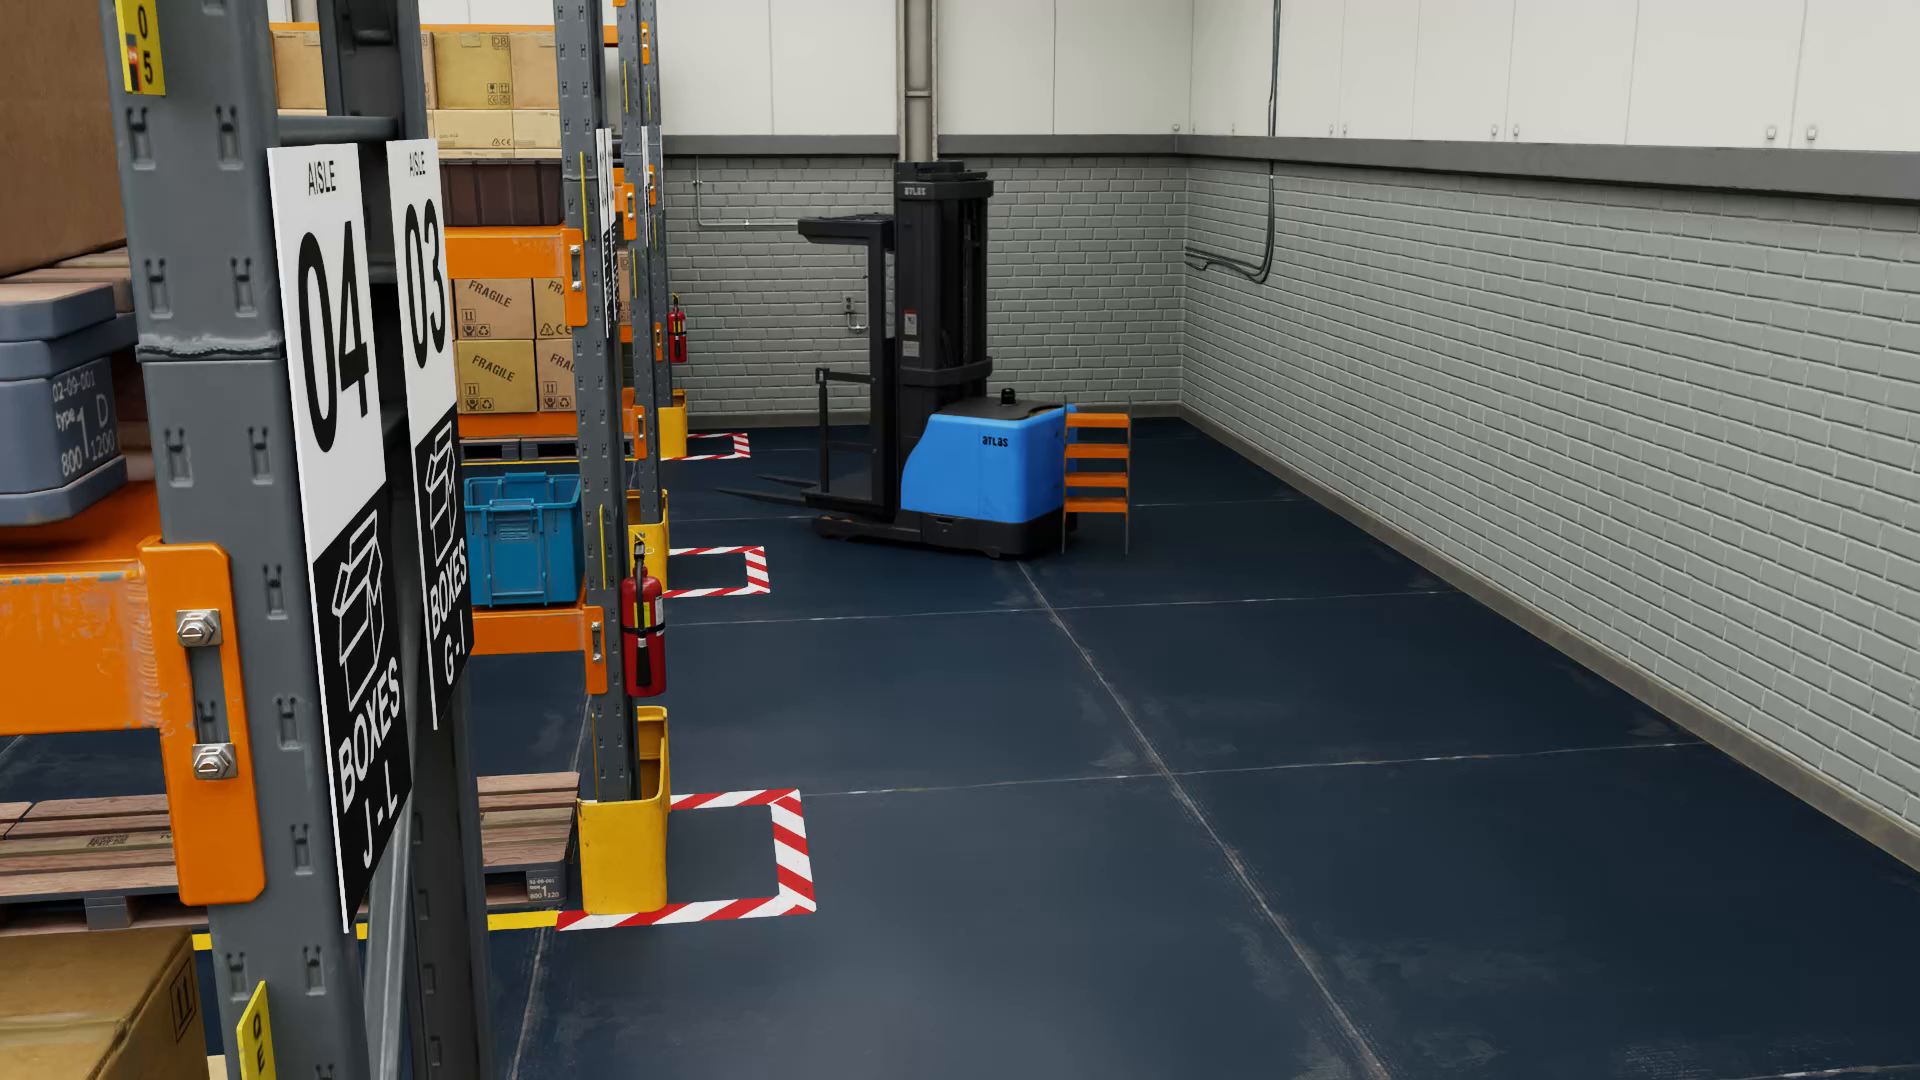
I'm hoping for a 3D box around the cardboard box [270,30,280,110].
[{"bbox_3d":[-4.721,-3.090,10.948,0.500,0.500,0.700,-2,14,-8],"label":"cardboard box"}]

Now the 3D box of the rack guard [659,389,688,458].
[{"bbox_3d":[-2.968,-1.196,16.961,0.348,0.500,1.175,-2,14,-8],"label":"rack guard"}]

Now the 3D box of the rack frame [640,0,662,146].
[{"bbox_3d":[-2.992,-5.317,15.924,0.127,3.000,1.000,-2,14,-8],"label":"rack frame"}]

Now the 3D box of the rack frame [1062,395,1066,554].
[{"bbox_3d":[0.799,-0.502,12.756,0.015,1.200,0.240,1,14,3],"label":"rack frame"}]

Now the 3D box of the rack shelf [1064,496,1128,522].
[{"bbox_3d":[1.043,-0.241,12.808,0.480,0.148,0.258,1,14,3],"label":"rack shelf"}]

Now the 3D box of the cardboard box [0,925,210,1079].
[{"bbox_3d":[-1.220,0.813,1.969,0.500,0.500,0.500,-2,14,-8],"label":"cardboard box"}]

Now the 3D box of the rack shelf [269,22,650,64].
[{"bbox_3d":[-4.969,-4.702,15.771,4.000,0.370,1.077,-2,14,-8],"label":"rack shelf"}]

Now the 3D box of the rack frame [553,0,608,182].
[{"bbox_3d":[-1.516,-2.934,6.422,0.127,3.000,1.000,-2,14,-8],"label":"rack frame"}]

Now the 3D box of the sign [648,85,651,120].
[{"bbox_3d":[-2.925,-4.122,15.668,0.005,0.325,0.100,-2,14,-8],"label":"sign"}]

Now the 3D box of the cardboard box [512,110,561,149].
[{"bbox_3d":[-2.720,-2.760,11.177,0.500,0.250,0.500,-2,14,-8],"label":"cardboard box"}]

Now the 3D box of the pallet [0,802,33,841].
[{"bbox_3d":[-4.750,1.437,7.056,1.213,0.211,1.003,-2,14,-8],"label":"pallet"}]

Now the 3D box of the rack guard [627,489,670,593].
[{"bbox_3d":[-2.325,-0.001,12.196,0.348,0.500,1.175,-2,14,-8],"label":"rack guard"}]

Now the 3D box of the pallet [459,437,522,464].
[{"bbox_3d":[-4.974,-0.963,16.629,1.213,0.211,1.003,-2,14,-8],"label":"pallet"}]

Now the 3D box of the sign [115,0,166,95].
[{"bbox_3d":[-0.711,-0.548,1.416,0.005,0.325,0.100,-2,14,-8],"label":"sign"}]

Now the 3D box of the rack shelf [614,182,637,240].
[{"bbox_3d":[-4.228,-2.249,11.337,4.000,0.370,1.077,-2,14,-8],"label":"rack shelf"}]

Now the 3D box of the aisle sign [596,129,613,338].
[{"bbox_3d":[-1.401,-1.217,6.565,0.004,0.787,0.394,-2,14,-8],"label":"aisle sign"}]

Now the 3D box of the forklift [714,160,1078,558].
[{"bbox_3d":[-0.599,-1.524,13.274,3.031,2.935,1.130,8,16,29],"label":"forklift"}]

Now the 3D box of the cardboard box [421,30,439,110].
[{"bbox_3d":[-3.741,-3.140,11.148,0.500,0.500,0.700,-2,14,-8],"label":"cardboard box"}]

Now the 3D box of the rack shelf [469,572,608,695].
[{"bbox_3d":[-3.493,0.397,6.950,4.000,0.370,1.077,-2,14,-8],"label":"rack shelf"}]

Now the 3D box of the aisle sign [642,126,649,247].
[{"bbox_3d":[-2.137,-2.405,11.303,0.004,0.787,0.394,-2,14,-8],"label":"aisle sign"}]

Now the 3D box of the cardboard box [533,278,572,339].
[{"bbox_3d":[-2.649,-1.667,11.441,0.500,0.500,0.500,-2,14,-9],"label":"cardboard box"}]

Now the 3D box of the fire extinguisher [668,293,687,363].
[{"bbox_3d":[-2.774,-2.083,16.288,0.183,0.674,0.296,-2,14,-8],"label":"fire extinguisher"}]

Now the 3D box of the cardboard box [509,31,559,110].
[{"bbox_3d":[-2.755,-3.182,11.314,0.500,0.500,0.700,-2,14,-8],"label":"cardboard box"}]

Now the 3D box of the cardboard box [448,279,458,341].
[{"bbox_3d":[-3.660,-1.628,11.288,0.500,0.500,0.500,-2,14,-7],"label":"cardboard box"}]

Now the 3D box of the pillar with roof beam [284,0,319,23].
[{"bbox_3d":[-5.742,-4.370,12.148,0.400,9.000,9.100,-2,14,-8],"label":"pillar with roof beam"}]

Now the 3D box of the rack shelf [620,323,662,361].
[{"bbox_3d":[-4.969,-1.986,16.452,4.000,0.370,1.077,-2,14,-8],"label":"rack shelf"}]

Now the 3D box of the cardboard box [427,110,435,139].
[{"bbox_3d":[-3.709,-2.725,11.036,0.500,0.250,0.500,-2,14,-8],"label":"cardboard box"}]

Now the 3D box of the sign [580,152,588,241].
[{"bbox_3d":[-1.418,-1.297,6.274,0.005,0.325,0.100,-2,14,-8],"label":"sign"}]

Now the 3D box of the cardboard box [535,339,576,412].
[{"bbox_3d":[-2.652,-1.183,11.565,0.500,0.500,0.500,-2,14,-7],"label":"cardboard box"}]

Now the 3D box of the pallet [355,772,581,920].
[{"bbox_3d":[-2.337,1.349,7.409,1.213,0.211,1.003,-2,14,-8],"label":"pallet"}]

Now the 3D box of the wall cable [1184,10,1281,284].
[{"bbox_3d":[2.654,-3.930,16.776,0.112,2.526,3.097,-2,14,-8],"label":"wall cable"}]

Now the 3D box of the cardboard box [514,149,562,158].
[{"bbox_3d":[-2.719,-2.516,11.229,0.500,0.250,0.500,-2,14,-8],"label":"cardboard box"}]

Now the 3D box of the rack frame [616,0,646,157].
[{"bbox_3d":[-2.250,-4.126,11.173,0.127,3.000,1.000,-2,14,-8],"label":"rack frame"}]

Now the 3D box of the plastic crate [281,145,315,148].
[{"bbox_3d":[-3.067,-1.460,6.837,0.767,0.338,0.504,-2,14,-8],"label":"plastic crate"}]

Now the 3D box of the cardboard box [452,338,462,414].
[{"bbox_3d":[-3.659,-1.146,11.420,0.500,0.500,0.500,-2,14,-8],"label":"cardboard box"}]

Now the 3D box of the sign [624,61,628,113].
[{"bbox_3d":[-2.187,-2.966,10.895,0.005,0.325,0.100,-2,14,-8],"label":"sign"}]

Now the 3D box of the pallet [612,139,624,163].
[{"bbox_3d":[-3.724,-3.790,16.182,1.213,0.211,1.003,-2,14,-8],"label":"pallet"}]

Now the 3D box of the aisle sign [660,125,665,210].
[{"bbox_3d":[-2.876,-3.599,16.060,0.004,0.787,0.394,-2,14,-8],"label":"aisle sign"}]

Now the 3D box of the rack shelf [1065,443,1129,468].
[{"bbox_3d":[1.043,-0.650,12.705,0.480,0.148,0.258,1,14,3],"label":"rack shelf"}]

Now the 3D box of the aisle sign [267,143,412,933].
[{"bbox_3d":[-0.662,-0.024,1.807,0.004,0.787,0.394,-2,14,-8],"label":"aisle sign"}]

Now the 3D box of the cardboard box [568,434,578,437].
[{"bbox_3d":[-3.669,-1.349,16.710,0.500,0.500,0.700,-2,14,-8],"label":"cardboard box"}]

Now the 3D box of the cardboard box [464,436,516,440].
[{"bbox_3d":[-4.661,-1.312,16.564,0.500,0.500,0.700,-3,14,-10],"label":"cardboard box"}]

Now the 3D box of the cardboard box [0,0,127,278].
[{"bbox_3d":[-1.284,-0.557,1.834,0.500,0.500,0.700,-3,14,-12],"label":"cardboard box"}]

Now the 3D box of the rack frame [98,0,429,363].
[{"bbox_3d":[-0.778,-1.743,1.671,0.127,3.000,1.000,-2,14,-8],"label":"rack frame"}]

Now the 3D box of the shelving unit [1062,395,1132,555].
[{"bbox_3d":[1.043,-0.499,12.743,0.503,1.200,0.258,1,14,3],"label":"shelving unit"}]
